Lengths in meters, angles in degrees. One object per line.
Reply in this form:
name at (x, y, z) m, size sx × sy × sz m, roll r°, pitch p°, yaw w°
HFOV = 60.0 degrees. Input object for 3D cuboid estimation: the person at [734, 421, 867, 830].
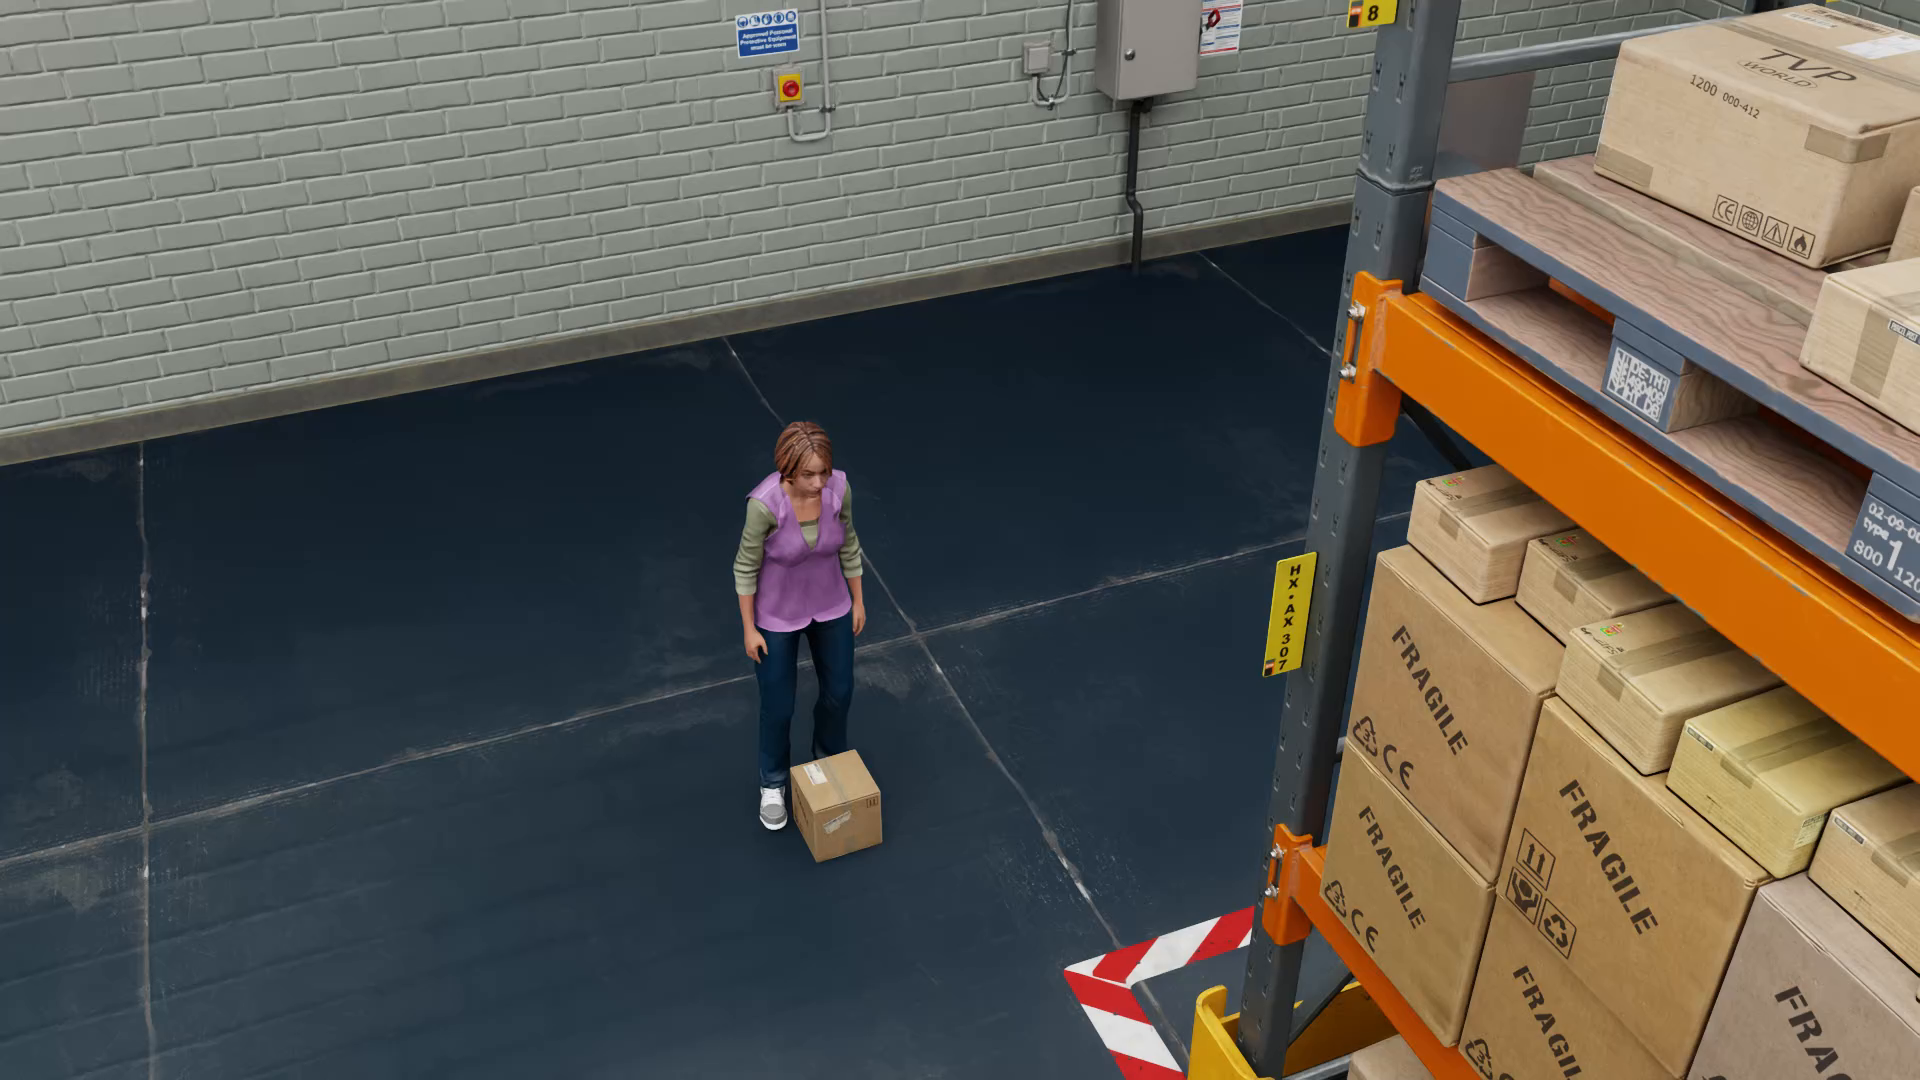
person at (-0.536, 0.280, 5.736) m, size 0.476 × 1.592 × 0.377 m, roll -15°, pitch 37°, yaw -21°
